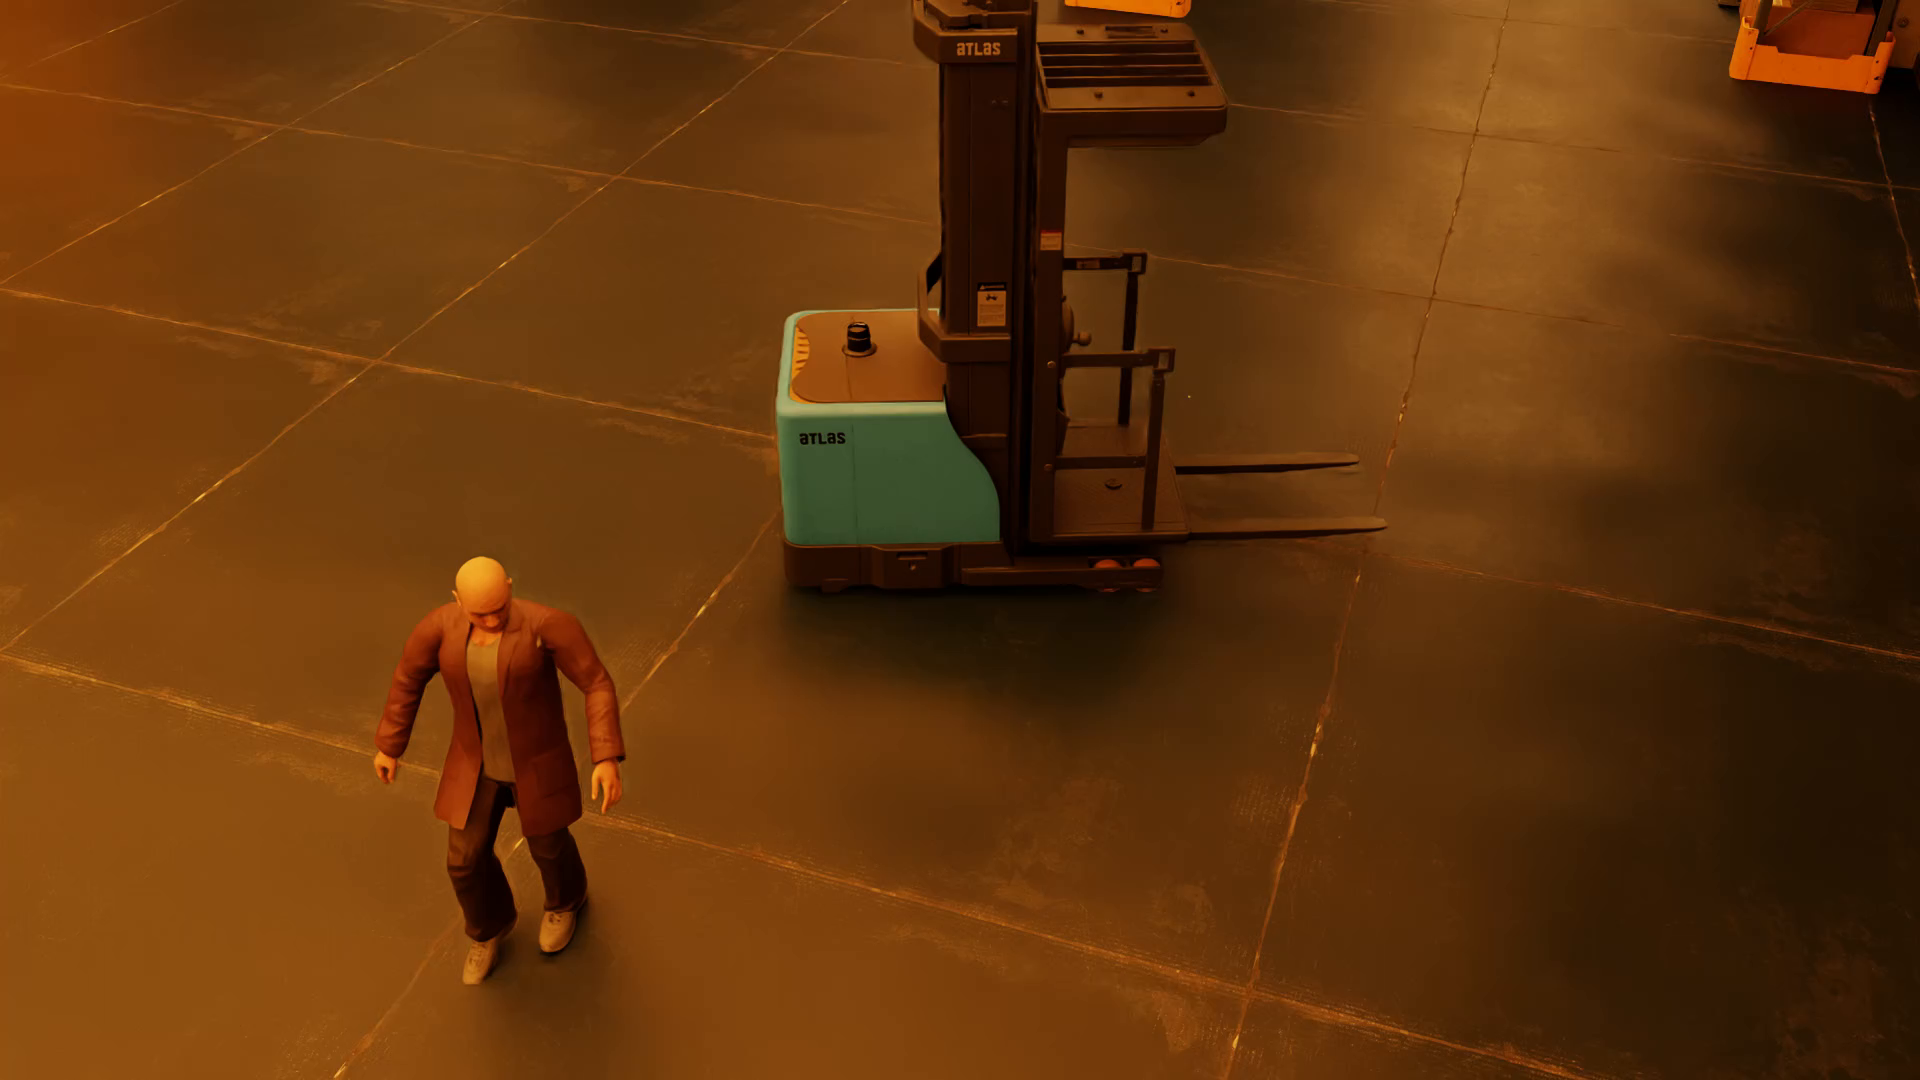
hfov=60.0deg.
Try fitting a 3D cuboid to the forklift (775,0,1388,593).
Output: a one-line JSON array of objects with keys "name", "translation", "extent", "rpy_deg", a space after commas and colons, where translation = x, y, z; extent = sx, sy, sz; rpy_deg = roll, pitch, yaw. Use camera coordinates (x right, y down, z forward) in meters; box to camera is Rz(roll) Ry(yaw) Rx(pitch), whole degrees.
[{"name": "forklift", "translation": [0.628, -1.240, 7.859], "extent": [3.031, 2.935, 1.130], "rpy_deg": [-1, 35, -2]}]

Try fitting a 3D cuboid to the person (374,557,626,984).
[{"name": "person", "translation": [-1.626, 0.878, 5.997], "extent": [0.994, 1.742, 0.557], "rpy_deg": [5, 36, 7]}]
